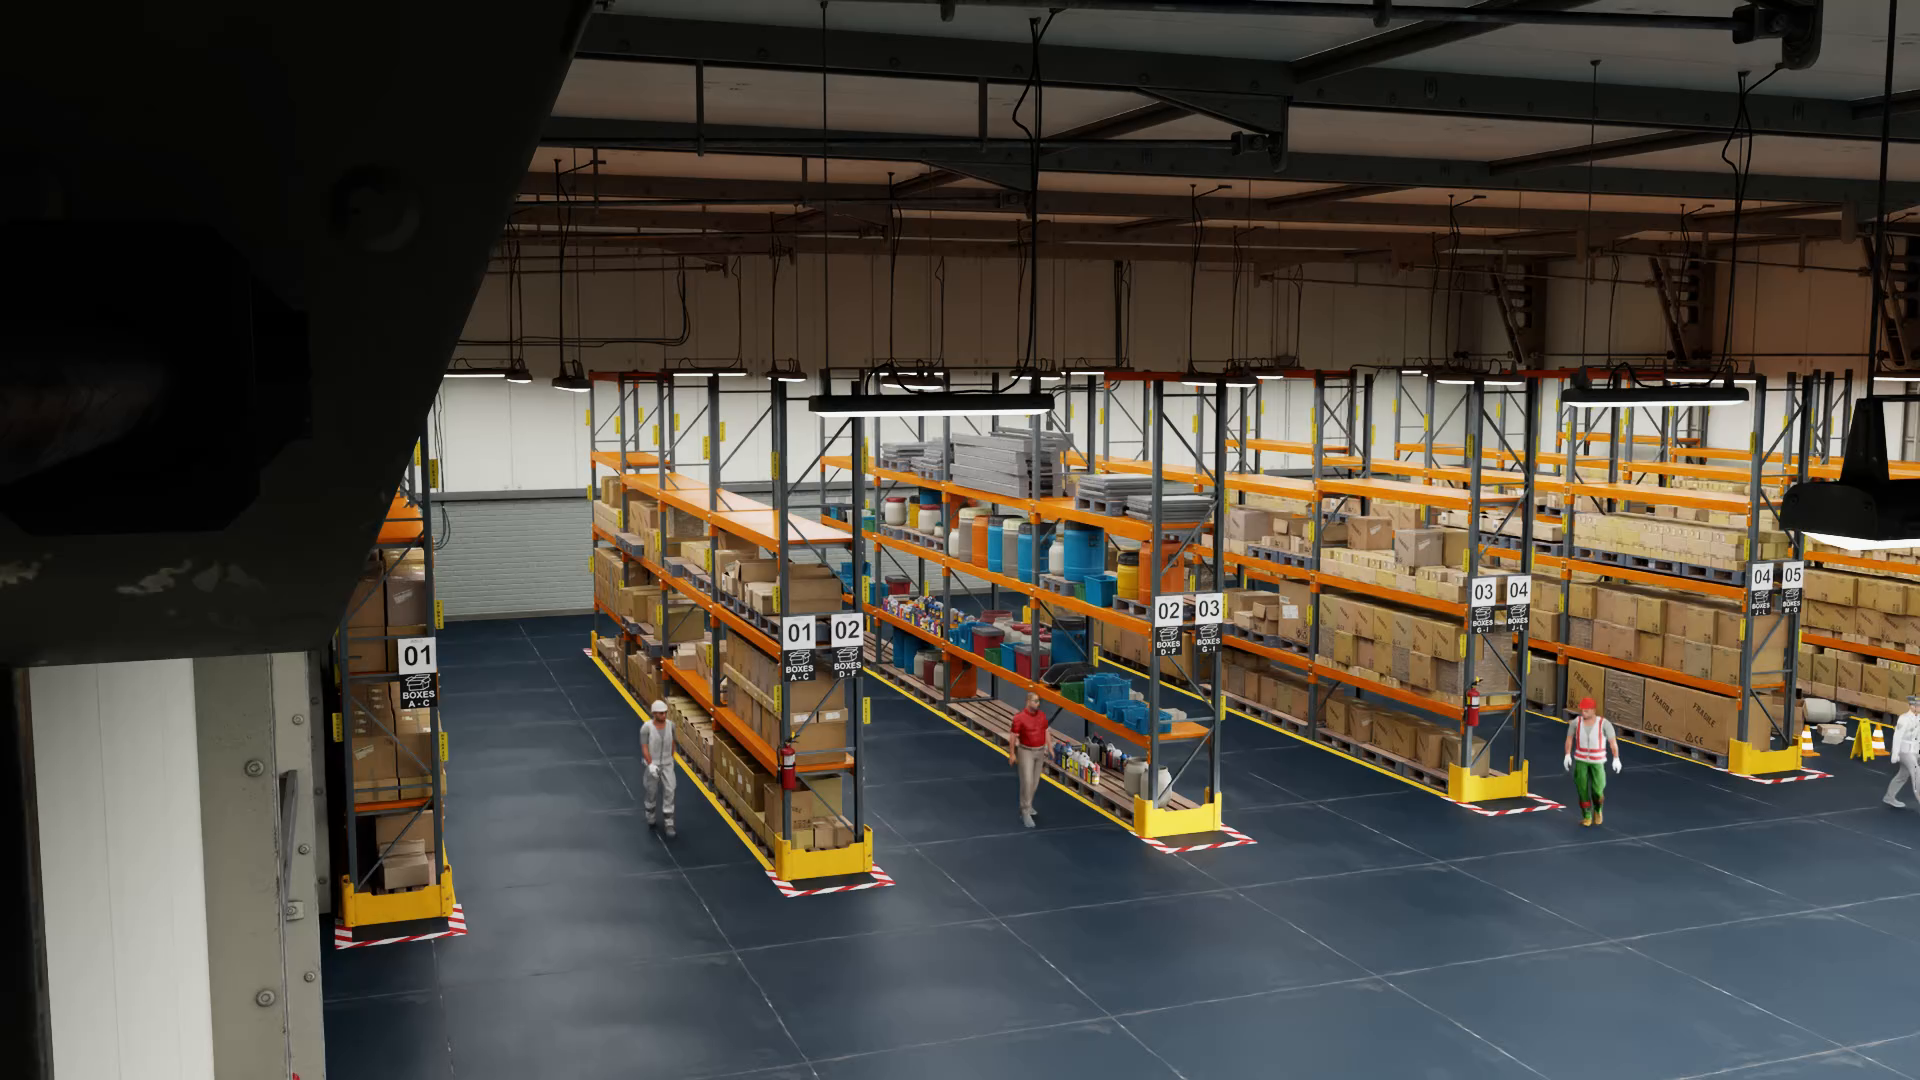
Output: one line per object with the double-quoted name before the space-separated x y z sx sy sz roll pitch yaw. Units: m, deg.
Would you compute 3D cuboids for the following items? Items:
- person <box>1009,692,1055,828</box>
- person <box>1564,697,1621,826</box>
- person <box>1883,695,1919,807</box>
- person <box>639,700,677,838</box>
"person" 0.982 2.955 22.633 0.649 1.741 0.685 -5 8 -39
"person" 8.479 2.979 22.303 0.699 1.761 0.486 4 7 32
"person" 13.172 2.941 22.916 0.514 1.637 0.889 -3 7 -28
"person" -3.974 2.998 22.072 0.525 1.758 0.910 -4 7 -29
